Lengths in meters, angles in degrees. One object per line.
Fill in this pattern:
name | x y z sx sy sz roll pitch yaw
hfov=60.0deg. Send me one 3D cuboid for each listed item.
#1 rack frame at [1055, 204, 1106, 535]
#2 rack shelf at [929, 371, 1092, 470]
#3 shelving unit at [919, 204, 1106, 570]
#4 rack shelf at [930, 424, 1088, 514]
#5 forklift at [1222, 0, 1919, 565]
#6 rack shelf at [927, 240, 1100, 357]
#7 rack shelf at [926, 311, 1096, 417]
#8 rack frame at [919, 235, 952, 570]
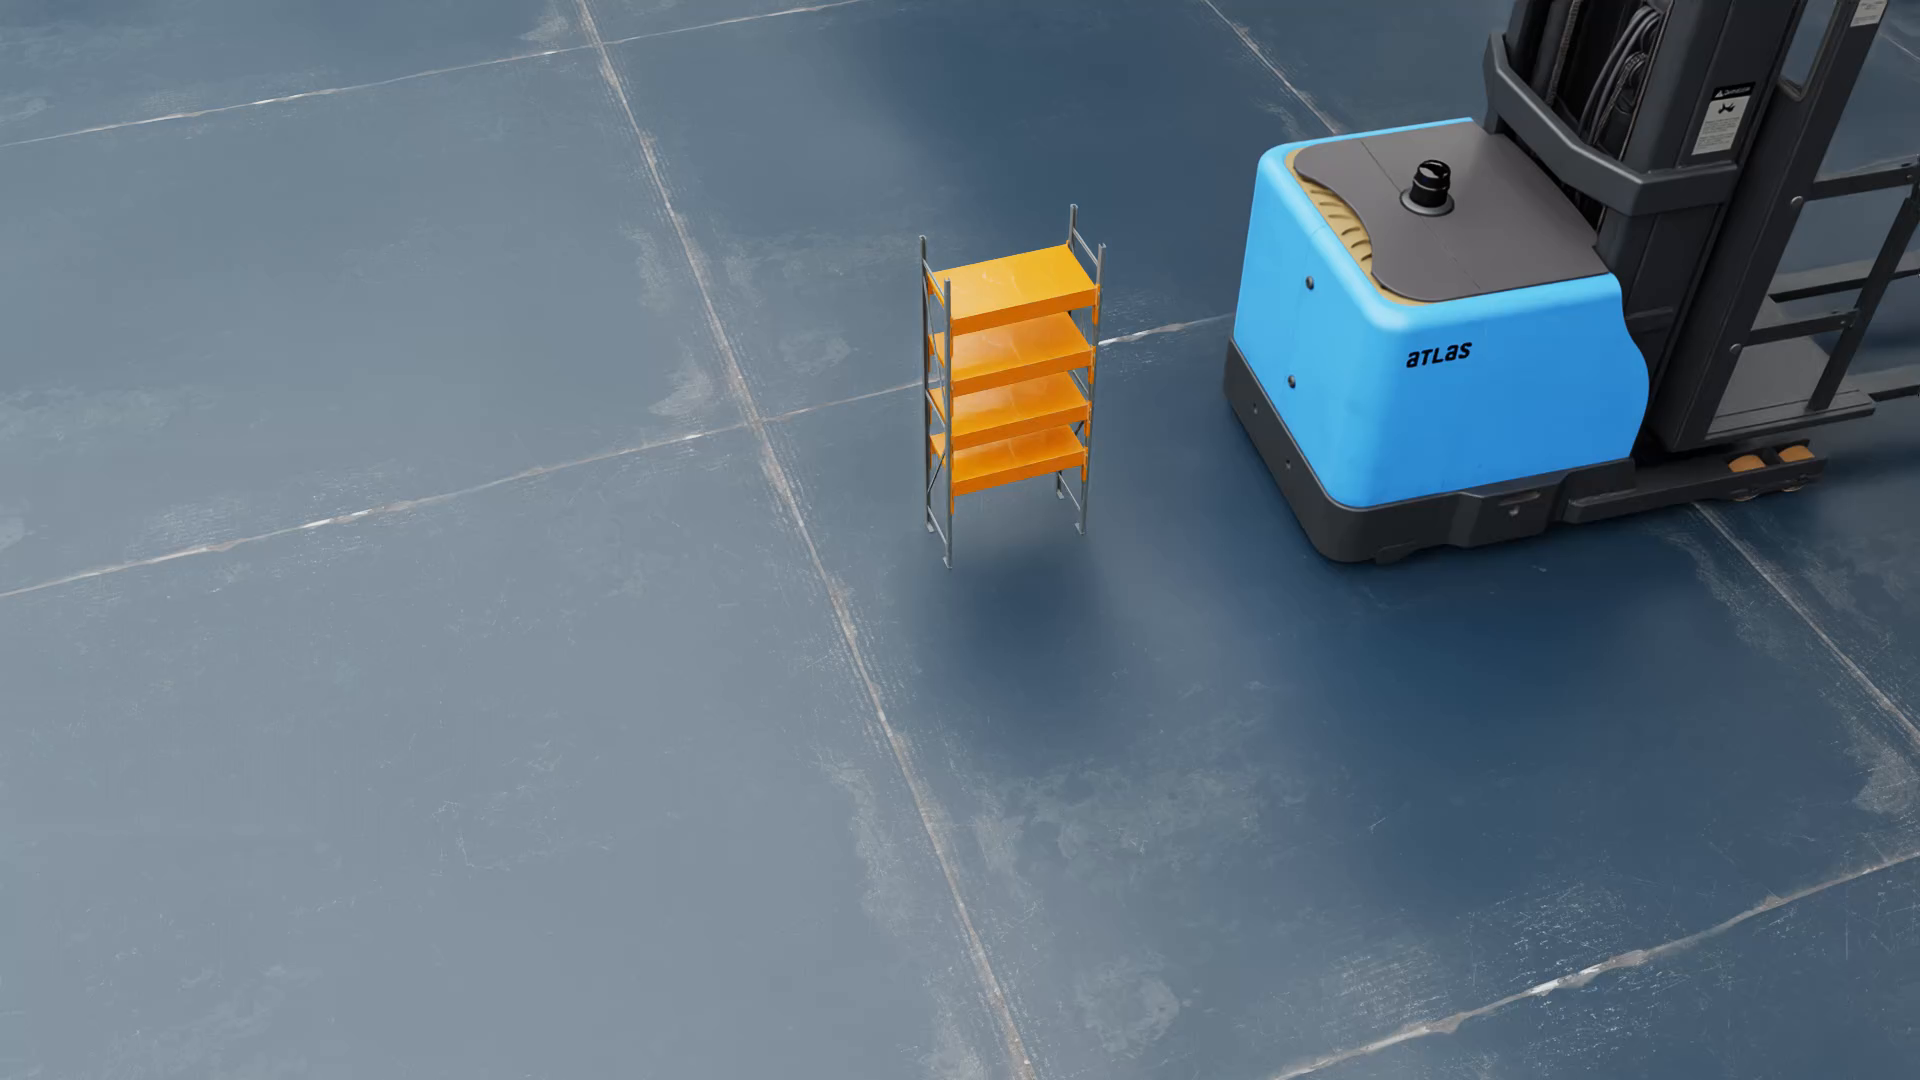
rack frame | 0.385 -0.522 5.423 0.015 1.200 0.240 -14 47 -14
rack shelf | 0.156 -0.416 5.412 0.480 0.148 0.258 -14 47 -14
shelving unit | 0.156 -0.463 5.365 0.503 1.200 0.258 -14 47 -14
rack shelf | 0.156 -0.276 5.553 0.480 0.148 0.258 -14 47 -14
forklift | 2.555 -1.525 5.201 3.031 2.935 1.130 -11 46 -10
rack shelf | 0.156 -0.741 5.086 0.480 0.148 0.258 -14 47 -14
rack shelf | 0.156 -0.574 5.254 0.480 0.148 0.258 -14 47 -14
rack frame | -0.074 -0.405 5.306 0.015 1.200 0.240 -14 47 -14
